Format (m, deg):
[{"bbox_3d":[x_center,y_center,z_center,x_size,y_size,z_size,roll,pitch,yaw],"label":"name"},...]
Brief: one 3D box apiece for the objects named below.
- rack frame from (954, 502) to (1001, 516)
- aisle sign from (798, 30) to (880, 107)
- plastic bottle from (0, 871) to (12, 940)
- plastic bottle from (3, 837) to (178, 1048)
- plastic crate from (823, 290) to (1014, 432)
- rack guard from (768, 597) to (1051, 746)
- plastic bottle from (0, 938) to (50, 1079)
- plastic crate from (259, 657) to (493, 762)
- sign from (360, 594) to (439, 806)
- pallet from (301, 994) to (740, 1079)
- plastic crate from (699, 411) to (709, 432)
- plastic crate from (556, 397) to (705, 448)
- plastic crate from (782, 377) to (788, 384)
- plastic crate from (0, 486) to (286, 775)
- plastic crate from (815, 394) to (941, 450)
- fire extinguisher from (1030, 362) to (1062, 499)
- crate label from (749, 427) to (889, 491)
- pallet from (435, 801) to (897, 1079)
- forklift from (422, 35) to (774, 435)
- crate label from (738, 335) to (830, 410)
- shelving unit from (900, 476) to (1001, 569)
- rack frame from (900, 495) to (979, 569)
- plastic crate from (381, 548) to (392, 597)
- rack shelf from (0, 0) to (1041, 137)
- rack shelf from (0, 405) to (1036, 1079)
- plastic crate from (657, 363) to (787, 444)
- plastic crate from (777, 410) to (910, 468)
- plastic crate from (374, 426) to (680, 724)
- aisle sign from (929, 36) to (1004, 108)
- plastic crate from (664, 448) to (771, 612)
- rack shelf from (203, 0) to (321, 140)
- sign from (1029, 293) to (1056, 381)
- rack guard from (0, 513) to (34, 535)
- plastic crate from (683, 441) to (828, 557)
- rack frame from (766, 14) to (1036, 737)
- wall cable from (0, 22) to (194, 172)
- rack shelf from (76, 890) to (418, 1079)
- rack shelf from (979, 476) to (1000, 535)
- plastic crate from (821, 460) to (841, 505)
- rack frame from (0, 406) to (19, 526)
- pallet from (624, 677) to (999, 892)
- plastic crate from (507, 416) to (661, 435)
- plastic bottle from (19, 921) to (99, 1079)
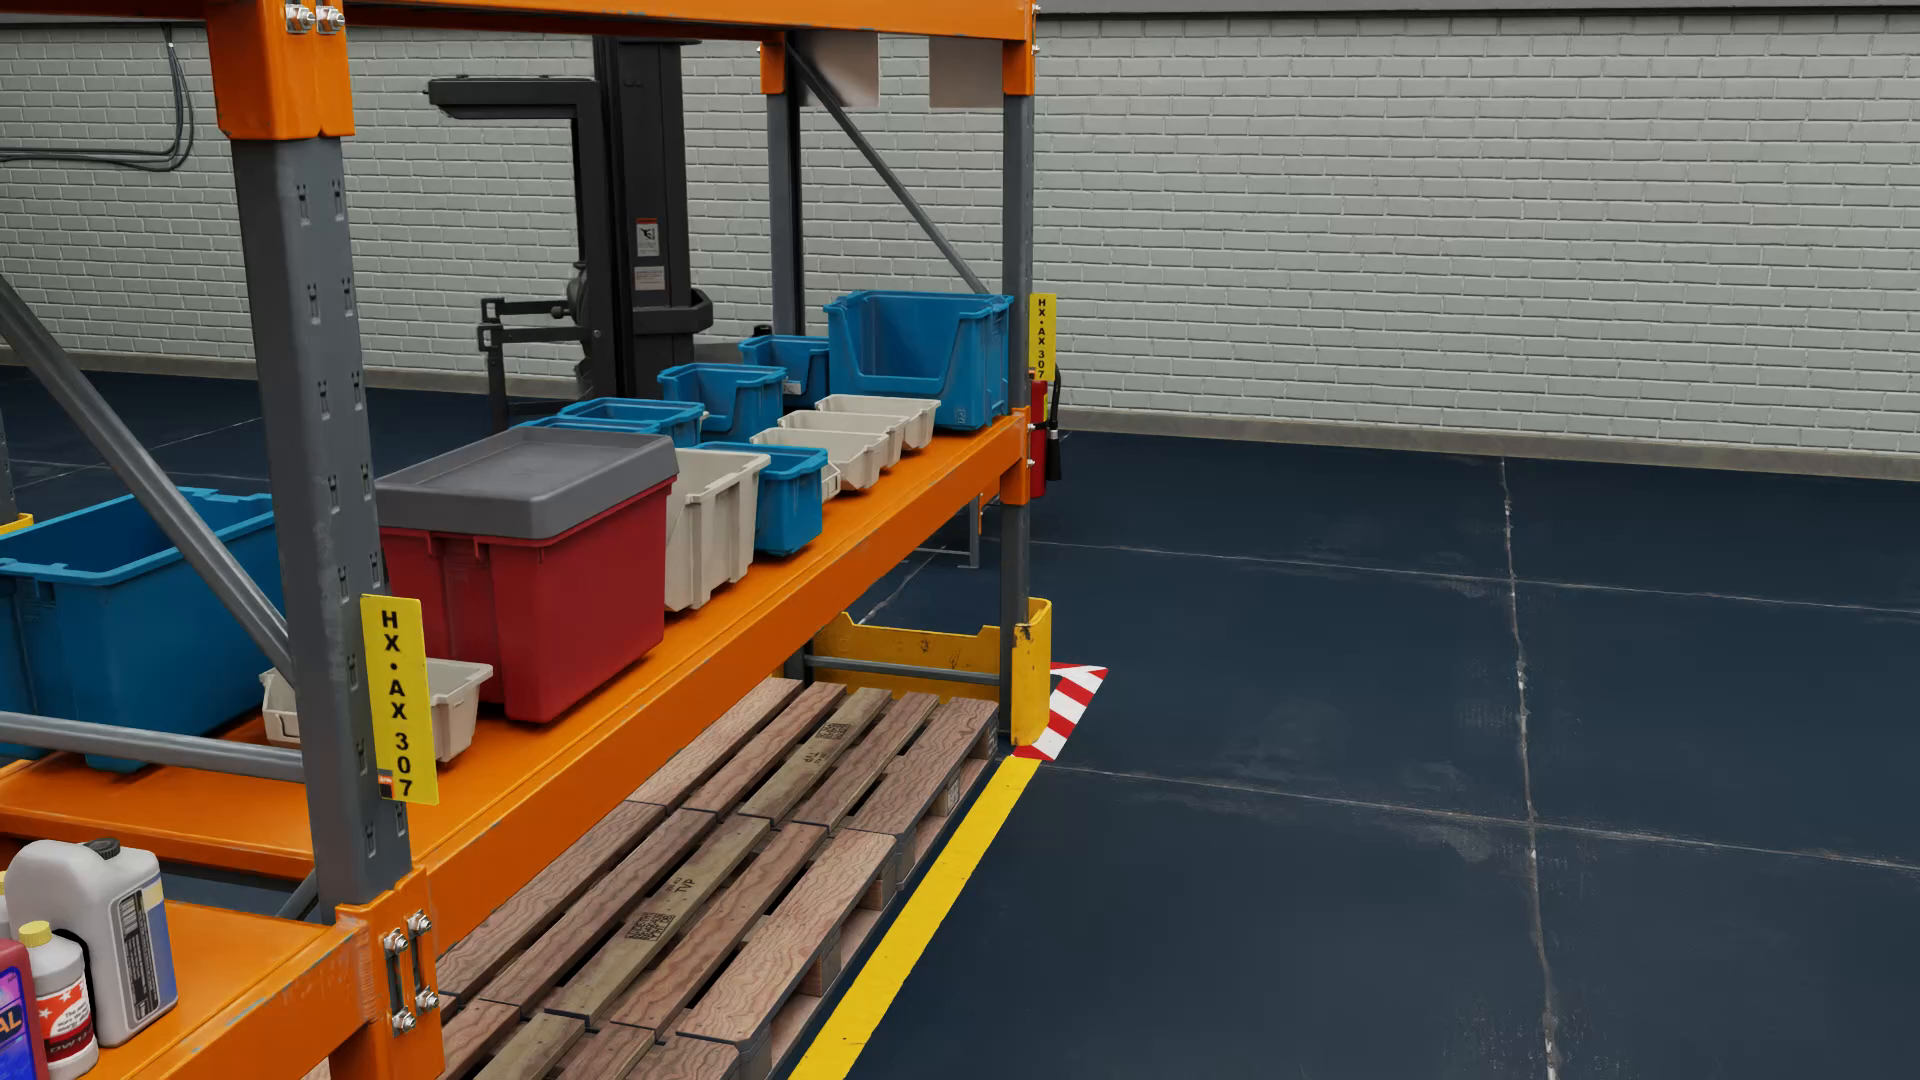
[{"bbox_3d":[0.146,-0.676,9.651,0.500,1.125,0.032,5,16,16],"label":"rack frame"},{"bbox_3d":[-0.489,-2.009,6.151,0.394,0.787,0.004,5,16,16],"label":"aisle sign"},{"bbox_3d":[-1.289,0.549,2.261,0.097,0.201,0.097,0,16,0],"label":"plastic bottle"},{"bbox_3d":[-1.164,0.518,2.233,0.152,0.276,0.135,5,16,16],"label":"plastic bottle"},{"bbox_3d":[-0.141,-0.660,5.985,0.616,0.435,0.499,5,16,16],"label":"plastic crate"},{"bbox_3d":[-0.231,0.479,6.725,1.175,0.500,0.348,5,16,16],"label":"rack guard"},{"bbox_3d":[-1.186,0.578,2.007,0.061,0.283,0.133,5,16,16],"label":"plastic bottle"},{"bbox_3d":[-1.092,0.317,3.086,0.396,0.136,0.243,5,16,16],"label":"plastic crate"},{"bbox_3d":[-0.835,0.240,2.479,0.100,0.325,0.005,5,16,16],"label":"sign"},{"bbox_3d":[-1.190,1.476,3.738,1.003,0.211,1.213,5,16,16],"label":"pallet"},{"bbox_3d":[-0.974,-0.324,5.349,0.250,0.136,0.298,5,16,16],"label":"plastic crate"},{"bbox_3d":[-0.985,-0.281,5.020,0.416,0.233,0.300,5,16,16],"label":"plastic crate"},{"bbox_3d":[-0.781,-0.502,5.975,0.250,0.136,0.298,5,16,16],"label":"plastic crate"},{"bbox_3d":[-1.556,0.160,3.186,0.392,0.384,0.575,5,16,16],"label":"plastic crate"},{"bbox_3d":[-0.283,-0.391,5.584,0.396,0.136,0.243,5,16,16],"label":"plastic crate"},{"bbox_3d":[0.254,-0.504,6.434,0.296,0.674,0.183,5,16,16],"label":"fire extinguisher"},{"bbox_3d":[-0.435,-0.242,5.057,0.396,0.136,0.243,5,16,16],"label":"crate label"},{"bbox_3d":[-0.845,1.156,4.867,1.003,0.211,1.213,5,16,16],"label":"pallet"},{"bbox_3d":[-2.125,-1.287,8.495,3.031,2.935,1.130,-4,16,-14],"label":"forklift"},{"bbox_3d":[-0.611,-0.626,6.235,0.416,0.233,0.303,5,16,16],"label":"crate label"},{"bbox_3d":[0.002,-0.543,9.182,0.538,1.125,1.048,5,16,16],"label":"shelving unit"},{"bbox_3d":[-0.143,-0.410,8.713,0.500,1.125,0.032,5,16,16],"label":"rack frame"},{"bbox_3d":[-1.301,0.120,3.804,0.437,0.125,0.590,5,16,16],"label":"plastic crate"},{"bbox_3d":[-0.793,-1.290,4.202,1.077,0.370,4.000,5,16,16],"label":"rack shelf"},{"bbox_3d":[-0.793,0.153,4.611,1.077,0.370,4.000,5,16,16],"label":"rack shelf"},{"bbox_3d":[-0.798,-0.453,5.628,0.416,0.233,0.300,5,16,16],"label":"plastic crate"},{"bbox_3d":[-0.379,-0.316,5.321,0.396,0.136,0.243,5,16,16],"label":"plastic crate"},{"bbox_3d":[-0.868,0.056,3.407,0.402,0.464,0.583,5,16,16],"label":"plastic crate"},{"bbox_3d":[0.076,-1.963,5.990,0.394,0.787,0.004,5,16,16],"label":"aisle sign"},{"bbox_3d":[-0.751,-0.027,4.035,0.437,0.282,0.530,5,16,16],"label":"plastic crate"},{"bbox_3d":[-1.930,-0.244,0.513,1.077,0.370,4.000,5,16,16],"label":"rack shelf"},{"bbox_3d":[0.307,-0.756,6.200,0.100,0.325,0.005,5,16,16],"label":"sign"},{"bbox_3d":[-4.995,0.121,7.987,1.175,0.500,0.348,5,16,16],"label":"rack guard"},{"bbox_3d":[-0.563,-0.108,4.408,0.416,0.233,0.300,5,16,16],"label":"plastic crate"},{"bbox_3d":[-0.225,-0.716,6.358,1.000,3.000,0.127,5,16,16],"label":"rack frame"},{"bbox_3d":[-7.774,-4.329,13.791,3.097,2.526,0.112,5,16,16],"label":"wall cable"},{"bbox_3d":[-1.930,1.199,0.922,1.077,0.370,4.000,5,16,16],"label":"rack shelf"},{"bbox_3d":[0.002,-0.308,9.249,0.538,0.278,1.000,5,16,16],"label":"rack shelf"},{"bbox_3d":[-0.501,-0.163,4.779,0.298,0.136,0.250,5,16,16],"label":"plastic crate"},{"bbox_3d":[-4.973,-1.101,7.716,1.000,3.000,0.127,5,16,16],"label":"rack frame"},{"bbox_3d":[-0.497,0.838,5.988,1.003,0.211,1.213,5,16,16],"label":"pallet"},{"bbox_3d":[-1.070,-0.203,4.744,0.416,0.233,0.300,5,16,16],"label":"plastic crate"},{"bbox_3d":[-1.170,0.586,2.129,0.097,0.201,0.097,0,16,0],"label":"plastic bottle"}]
